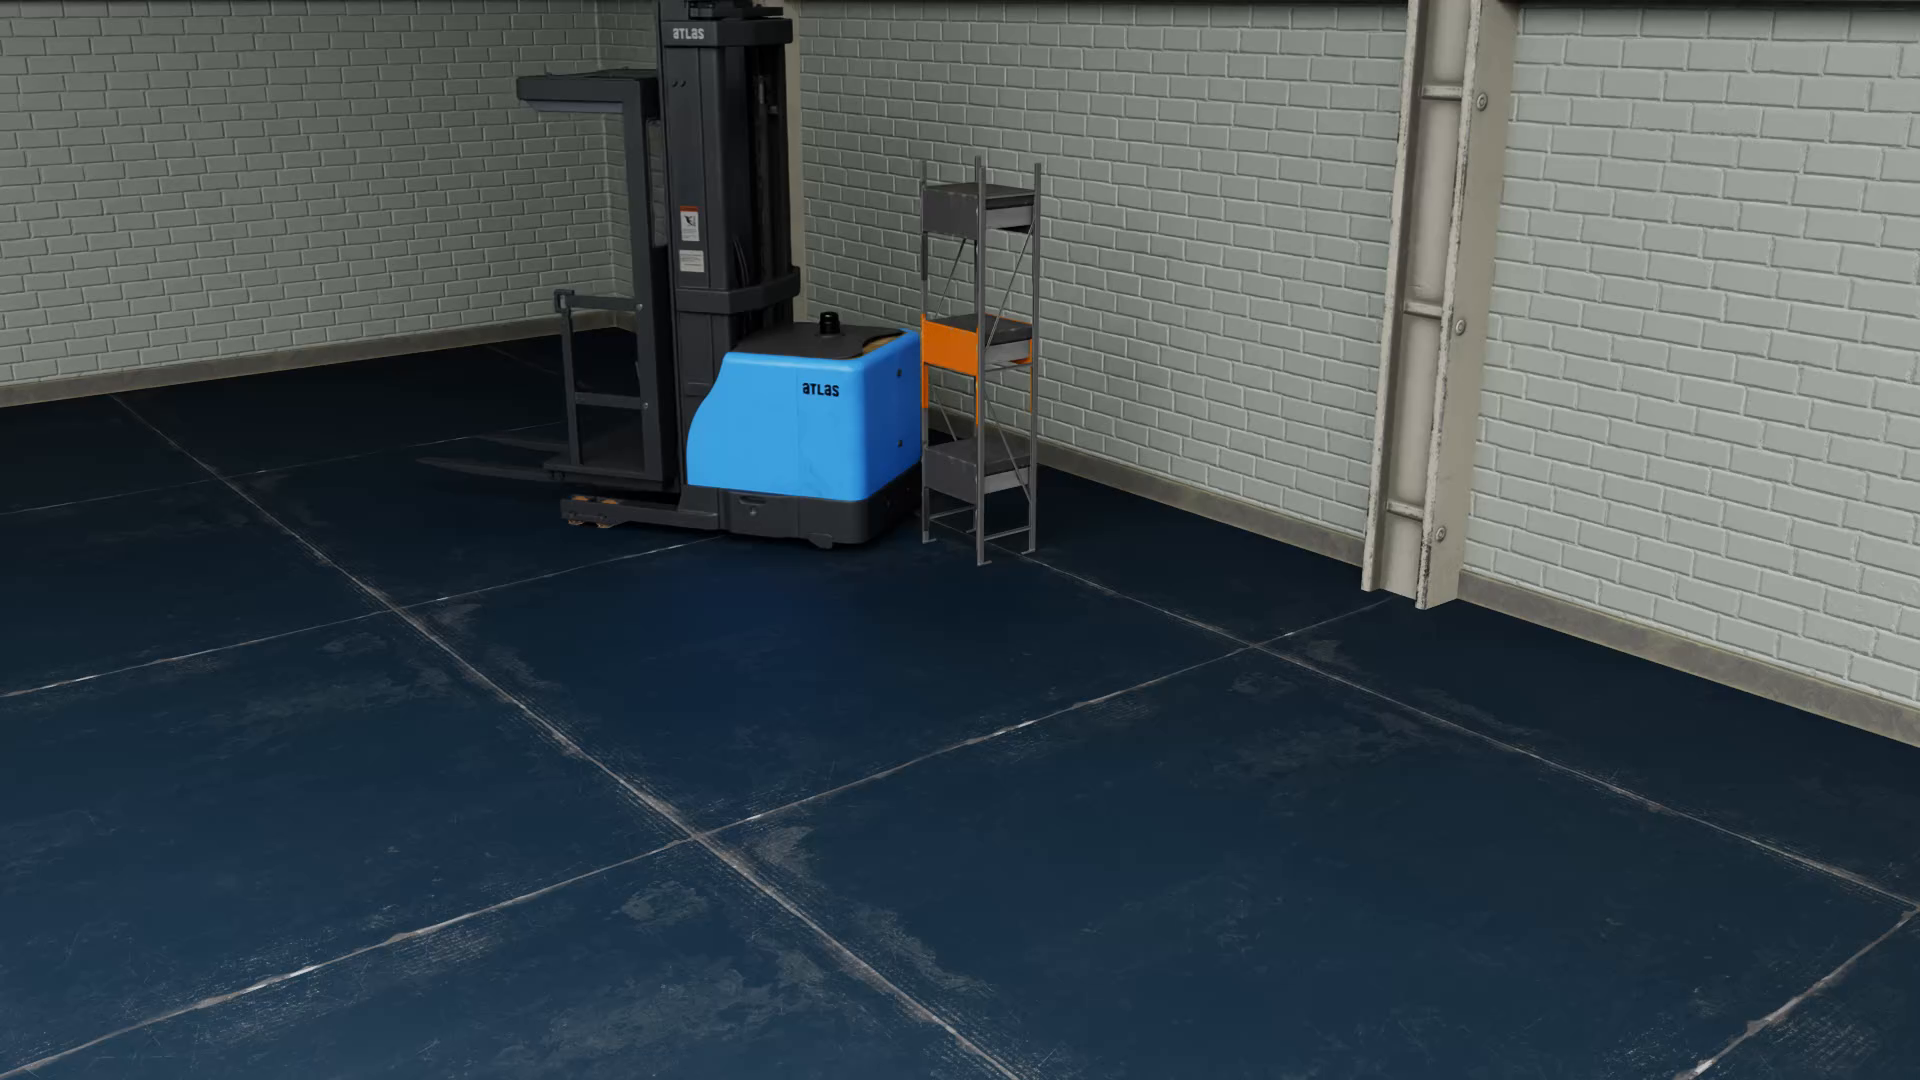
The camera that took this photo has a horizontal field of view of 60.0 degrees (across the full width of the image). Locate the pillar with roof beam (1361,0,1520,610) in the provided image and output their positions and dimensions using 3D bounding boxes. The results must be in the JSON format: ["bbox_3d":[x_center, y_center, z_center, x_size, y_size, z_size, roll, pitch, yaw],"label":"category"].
[{"bbox_3d":[-1.061,-3.161,4.594,9.100,9.000,0.400,-14,23,-36],"label":"pillar with roof beam"}]

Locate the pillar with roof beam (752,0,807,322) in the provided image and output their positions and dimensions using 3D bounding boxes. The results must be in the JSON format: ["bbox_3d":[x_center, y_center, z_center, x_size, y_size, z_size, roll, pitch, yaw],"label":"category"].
[{"bbox_3d":[-4.786,-4.640,9.059,9.100,9.000,0.400,-14,23,-36],"label":"pillar with roof beam"}]

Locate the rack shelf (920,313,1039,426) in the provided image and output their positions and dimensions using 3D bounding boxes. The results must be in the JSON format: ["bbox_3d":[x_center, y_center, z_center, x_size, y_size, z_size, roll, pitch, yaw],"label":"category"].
[{"bbox_3d":[0.103,-0.943,8.914,0.431,0.518,0.480,-14,23,-36],"label":"rack shelf"}]

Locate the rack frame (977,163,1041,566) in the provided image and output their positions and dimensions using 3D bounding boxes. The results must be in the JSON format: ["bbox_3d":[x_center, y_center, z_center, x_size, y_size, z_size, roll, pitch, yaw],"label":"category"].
[{"bbox_3d":[0.254,-0.896,8.728,0.400,2.100,0.015,-14,23,-36],"label":"rack frame"}]

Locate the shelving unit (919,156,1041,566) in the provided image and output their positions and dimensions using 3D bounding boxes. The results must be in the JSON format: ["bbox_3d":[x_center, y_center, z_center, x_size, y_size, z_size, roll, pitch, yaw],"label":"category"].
[{"bbox_3d":[0.103,-0.956,8.909,0.431,2.100,0.503,-14,23,-36],"label":"shelving unit"}]

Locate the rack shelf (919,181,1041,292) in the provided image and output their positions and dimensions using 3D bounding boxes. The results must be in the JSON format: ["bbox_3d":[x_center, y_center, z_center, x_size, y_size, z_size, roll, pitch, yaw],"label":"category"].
[{"bbox_3d":[0.103,-1.608,8.693,0.431,0.518,0.480,-14,23,-36],"label":"rack shelf"}]

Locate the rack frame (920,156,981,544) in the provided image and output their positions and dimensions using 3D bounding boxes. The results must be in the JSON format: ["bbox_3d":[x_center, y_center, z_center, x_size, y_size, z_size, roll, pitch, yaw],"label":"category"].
[{"bbox_3d":[-0.049,-1.016,9.091,0.400,2.100,0.015,-14,23,-36],"label":"rack frame"}]

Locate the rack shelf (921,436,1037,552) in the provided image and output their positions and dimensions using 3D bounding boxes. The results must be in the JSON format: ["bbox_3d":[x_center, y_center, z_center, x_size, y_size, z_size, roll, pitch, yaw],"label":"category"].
[{"bbox_3d":[0.103,-0.279,9.134,0.431,0.518,0.480,-14,23,-36],"label":"rack shelf"}]

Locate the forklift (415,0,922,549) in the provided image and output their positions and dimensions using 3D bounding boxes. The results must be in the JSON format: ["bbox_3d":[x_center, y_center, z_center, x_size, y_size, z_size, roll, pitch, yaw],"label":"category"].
[{"bbox_3d":[-1.781,-1.605,9.546,3.031,2.935,1.130,6,19,18],"label":"forklift"}]
